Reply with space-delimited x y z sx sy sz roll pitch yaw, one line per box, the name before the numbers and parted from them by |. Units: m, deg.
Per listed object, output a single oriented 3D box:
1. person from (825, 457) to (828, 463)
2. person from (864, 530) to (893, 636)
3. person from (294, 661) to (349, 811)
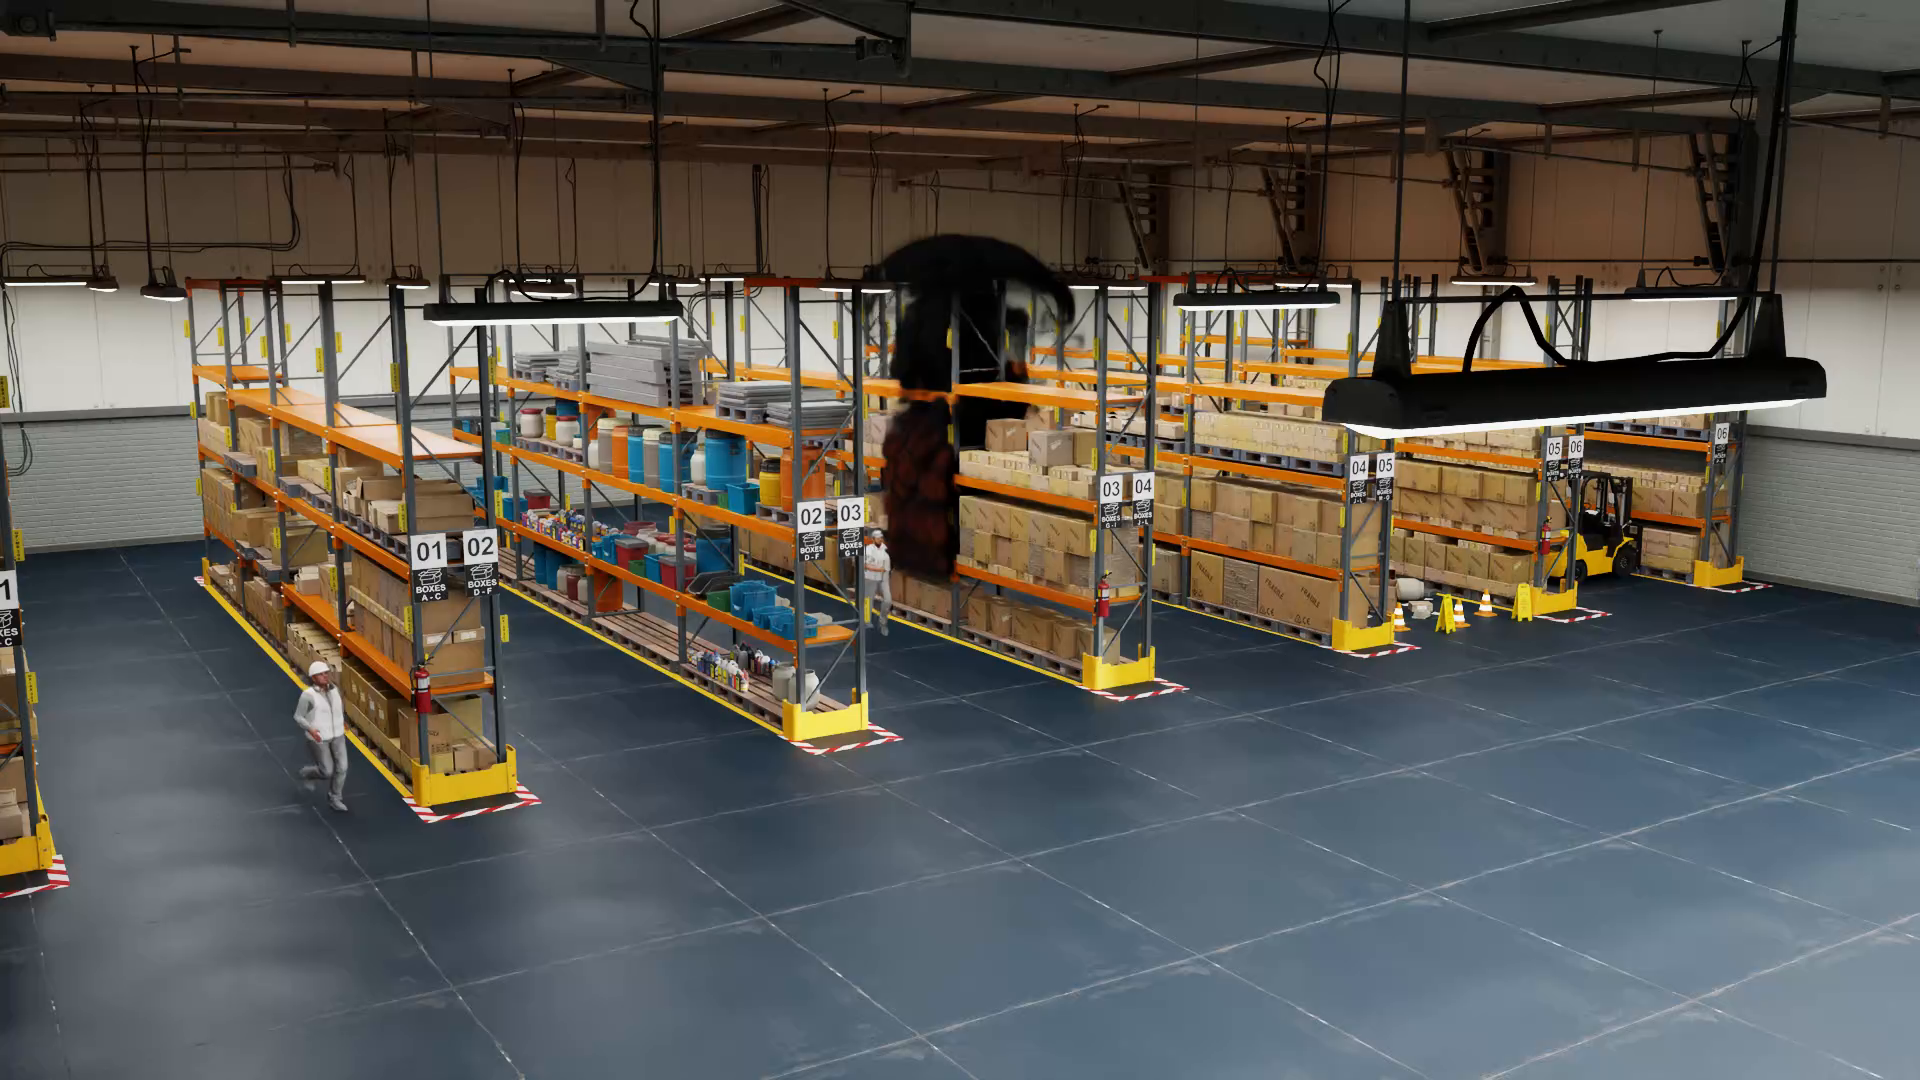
person | -3.313 -1.157 39.754 0.732 1.713 0.564 1 10 8
person | -1.332 0.710 27.320 0.619 1.776 0.678 -6 12 -34
person | -7.422 2.268 19.390 0.707 1.746 0.661 7 12 36
